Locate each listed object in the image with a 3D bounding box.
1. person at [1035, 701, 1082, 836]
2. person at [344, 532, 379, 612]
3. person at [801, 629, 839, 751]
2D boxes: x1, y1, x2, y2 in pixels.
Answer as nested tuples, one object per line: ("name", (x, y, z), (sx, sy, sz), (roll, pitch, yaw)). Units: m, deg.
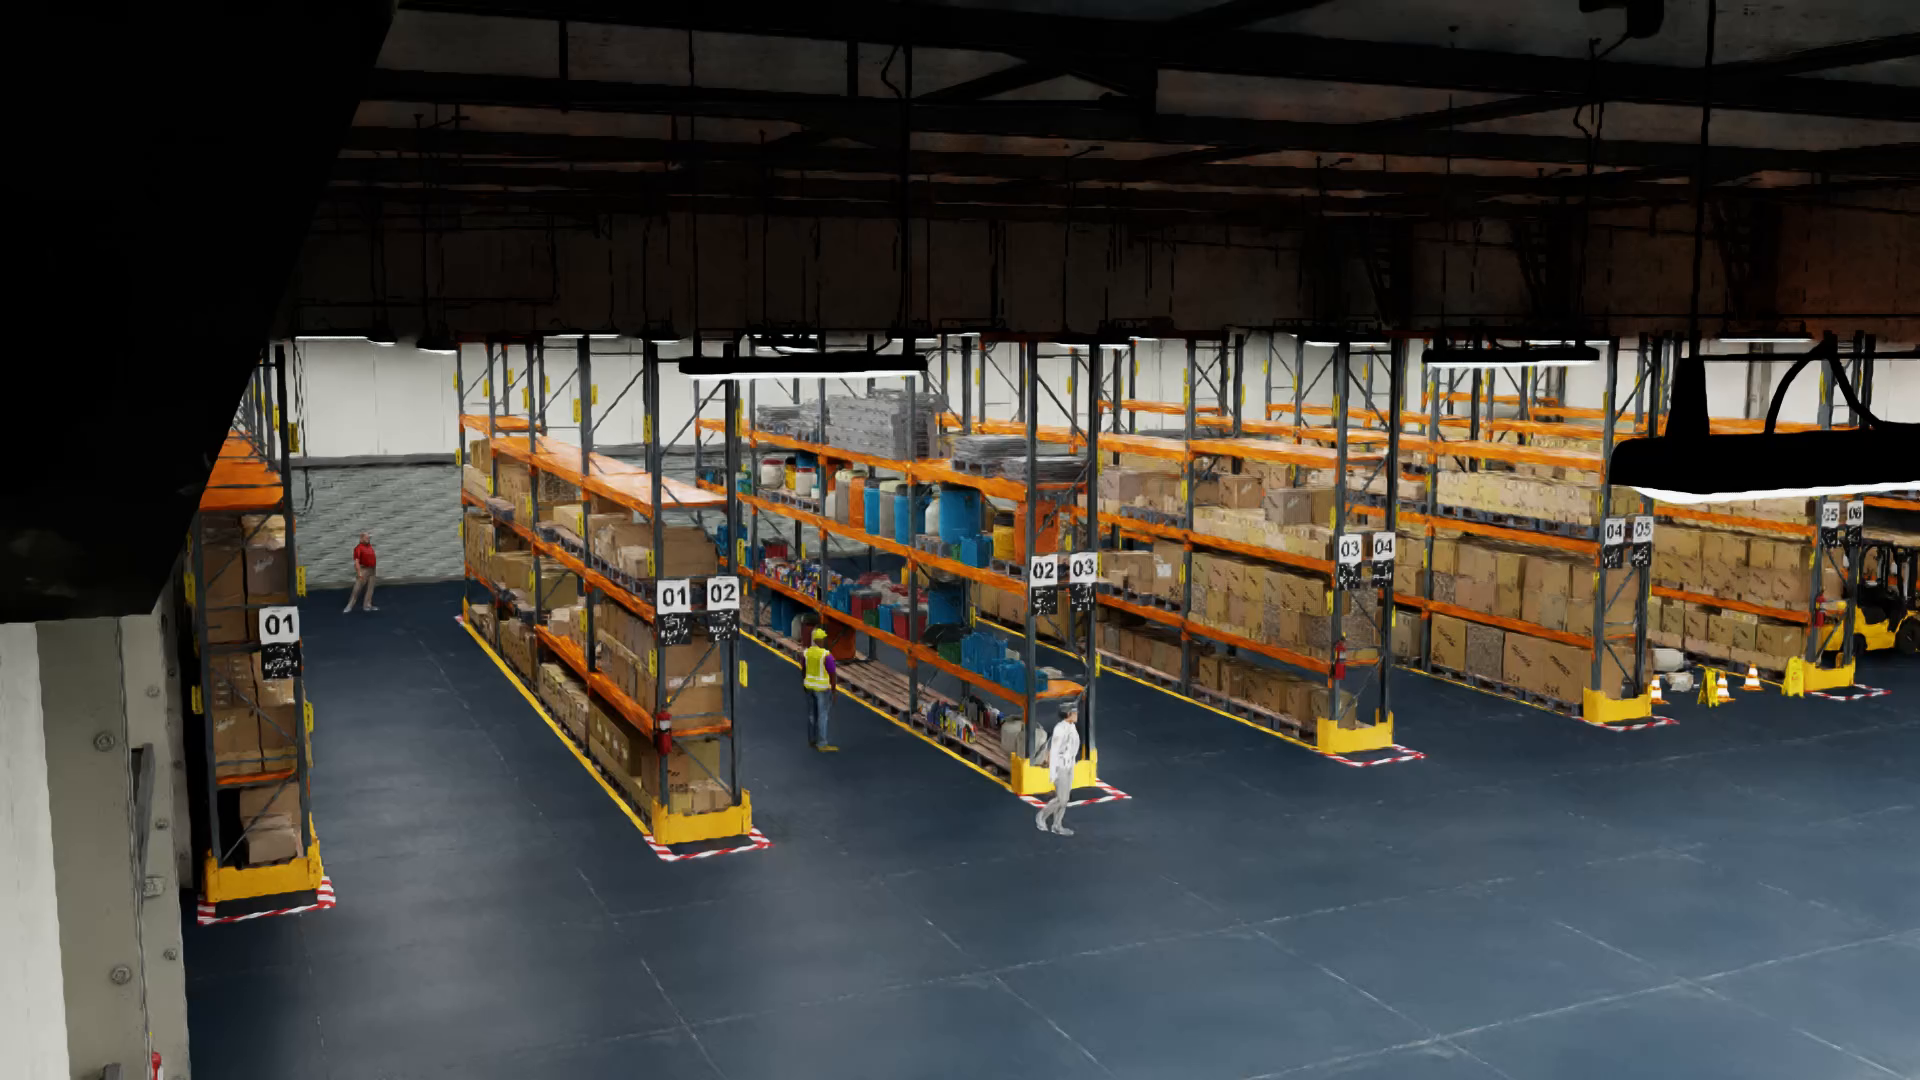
("person", (1.191, 2.781, 20.322), (0.519, 1.671, 0.501), (4, 9, 28))
("person", (-12.857, 0.689, 35.613), (0.540, 1.718, 0.734), (3, 8, 22))
("person", (-2.030, 2.165, 24.329), (0.649, 1.772, 0.463), (6, 9, 35))
